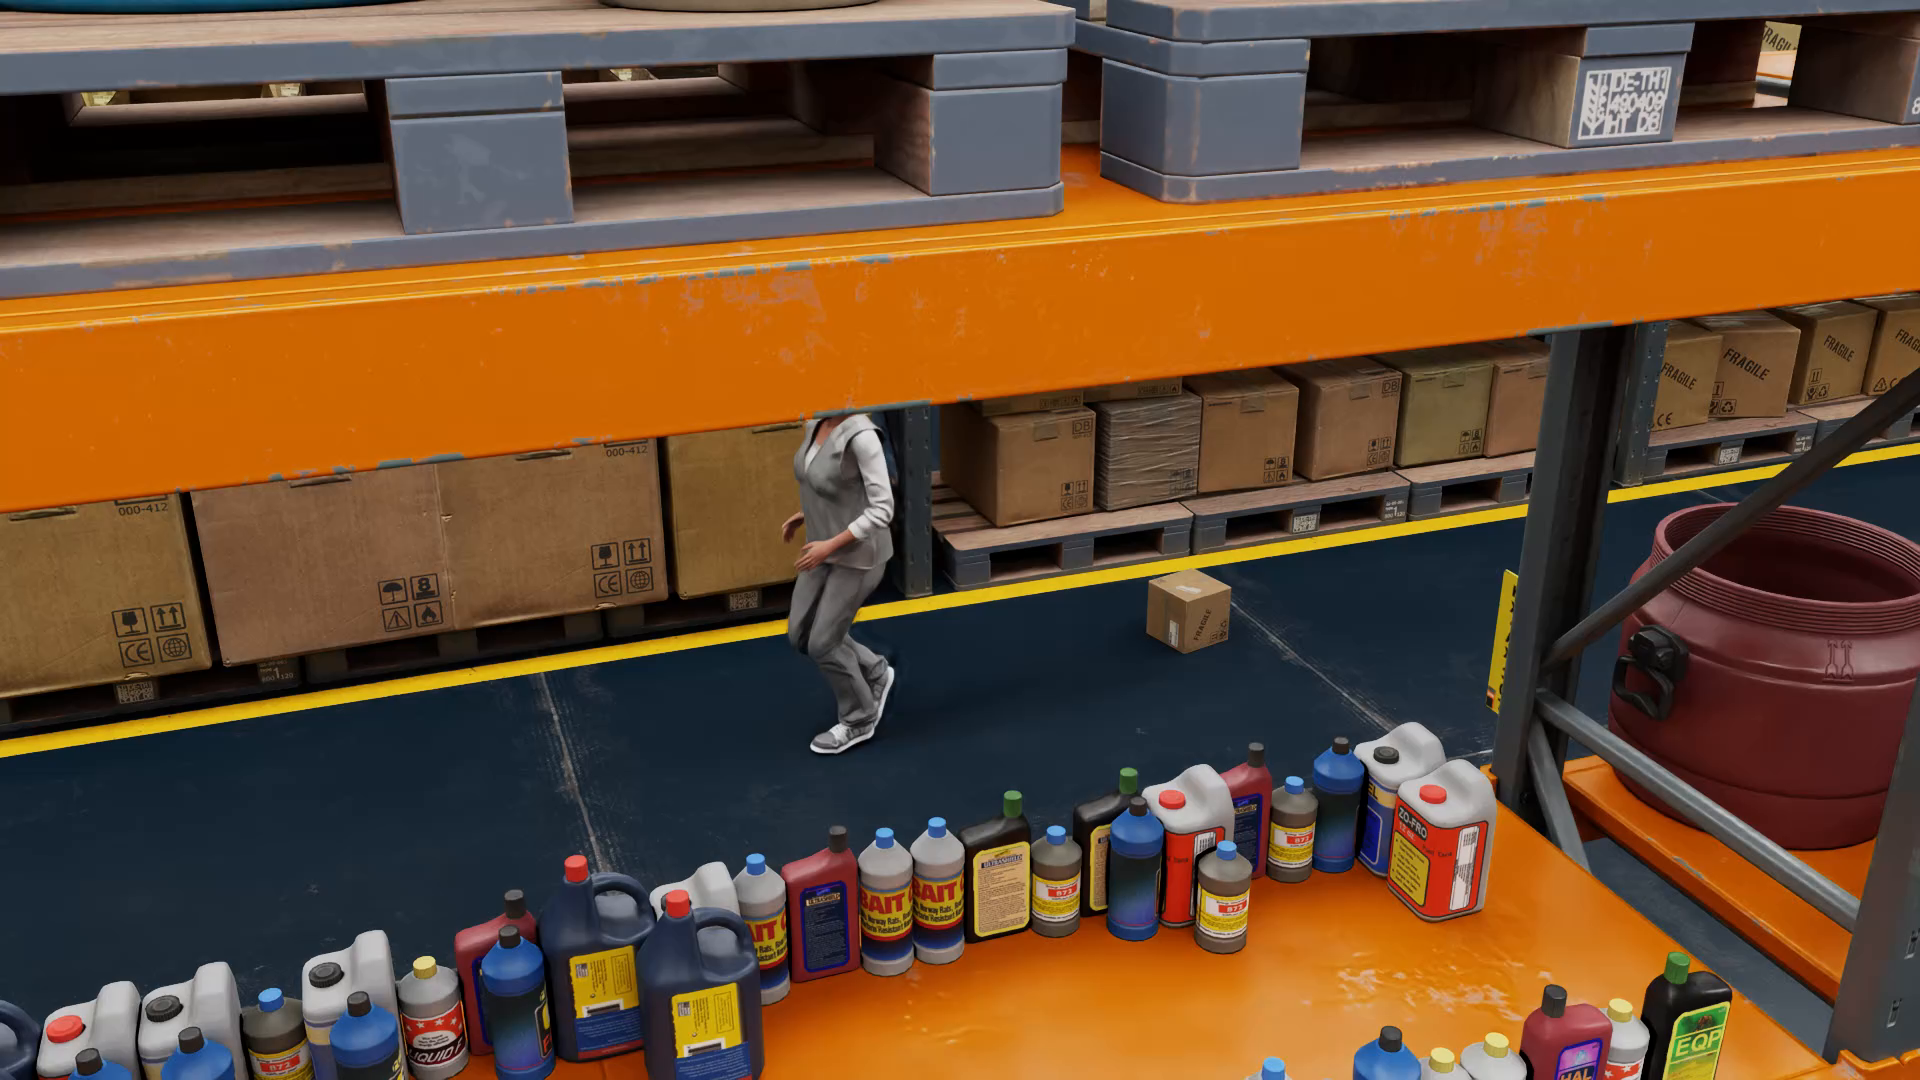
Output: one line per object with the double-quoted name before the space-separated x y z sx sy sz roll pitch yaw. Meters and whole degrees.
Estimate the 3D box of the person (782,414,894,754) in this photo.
"person" -0.430 0.057 6.052 0.491 1.553 0.567 -14 27 -30
